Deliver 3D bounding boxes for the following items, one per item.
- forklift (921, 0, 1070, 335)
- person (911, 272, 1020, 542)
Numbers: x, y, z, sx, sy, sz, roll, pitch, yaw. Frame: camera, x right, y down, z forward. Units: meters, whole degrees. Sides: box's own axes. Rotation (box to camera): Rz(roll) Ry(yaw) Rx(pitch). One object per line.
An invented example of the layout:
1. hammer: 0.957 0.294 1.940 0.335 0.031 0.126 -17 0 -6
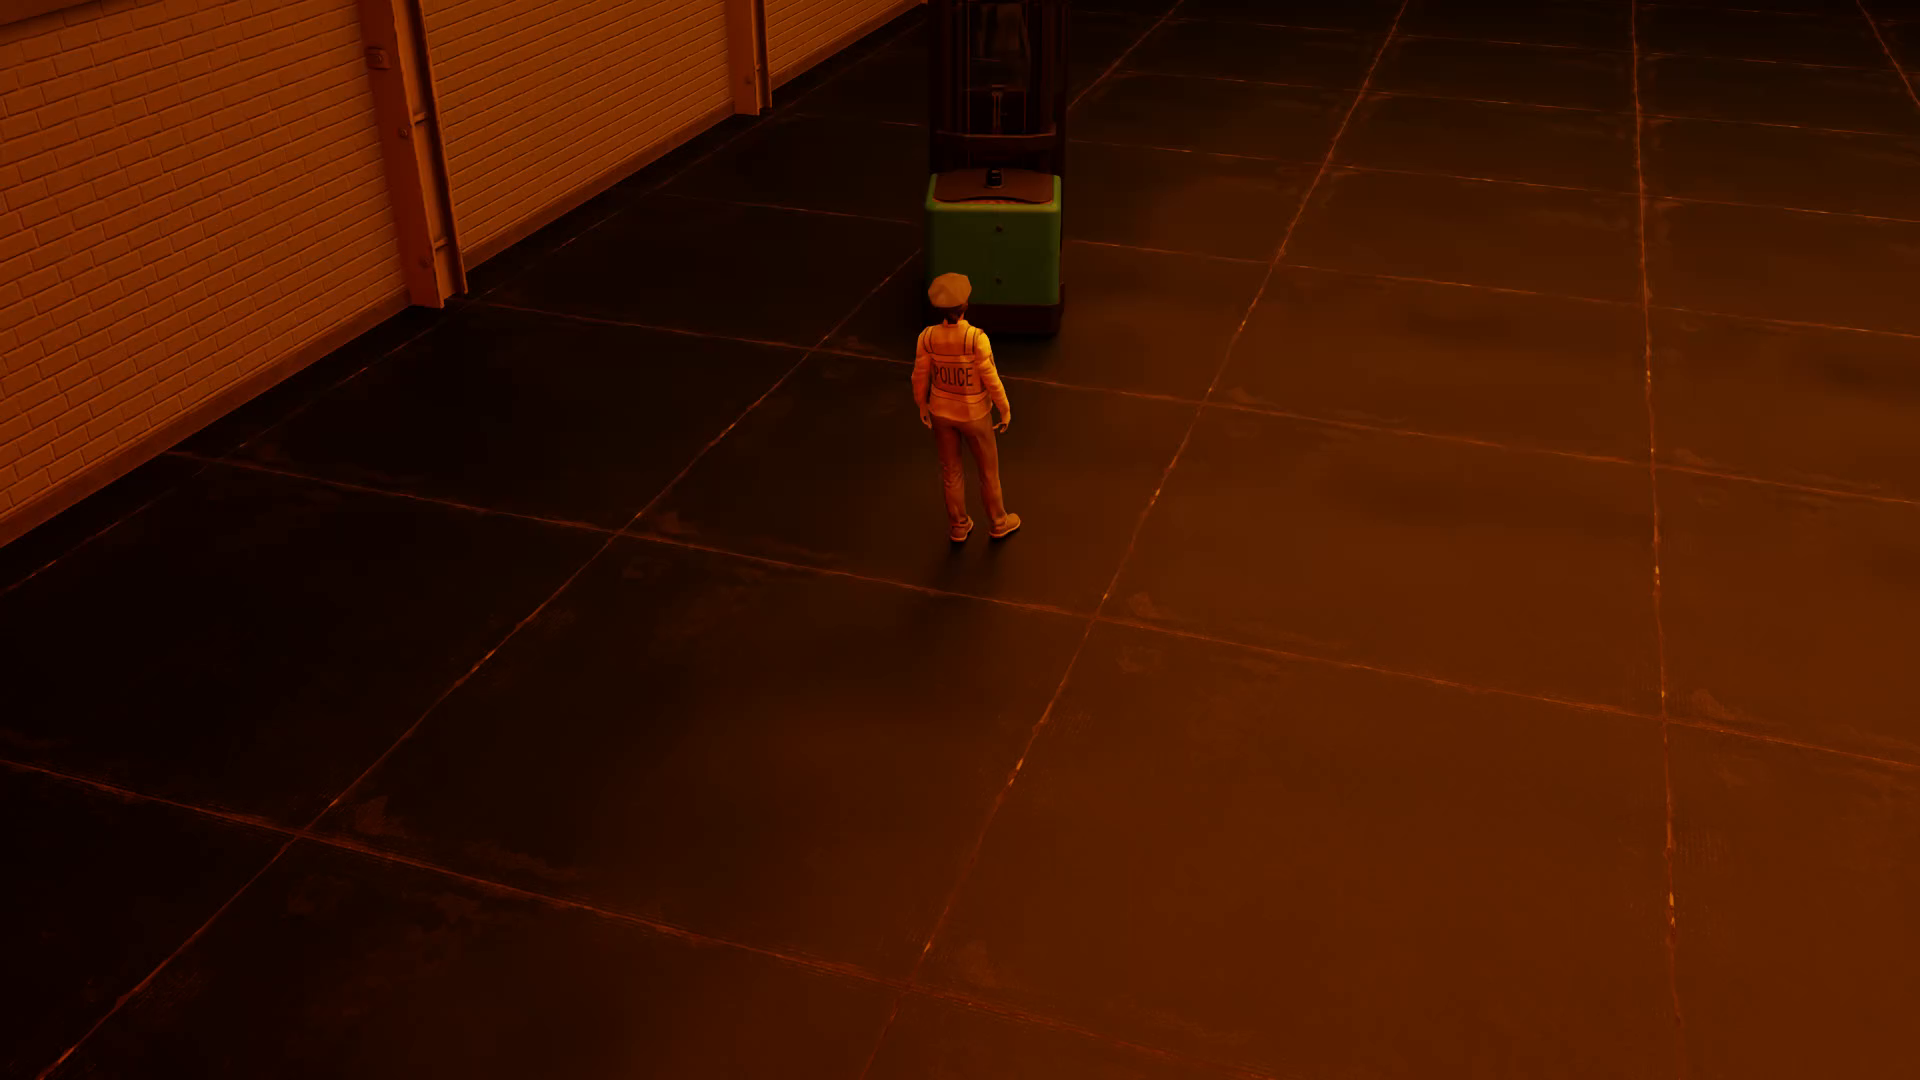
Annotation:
1. forklift: 0.311 -3.539 13.346 1.130 2.935 3.031 1 30 3
2. person: 0.028 -0.773 9.727 0.588 1.695 0.531 10 31 16
